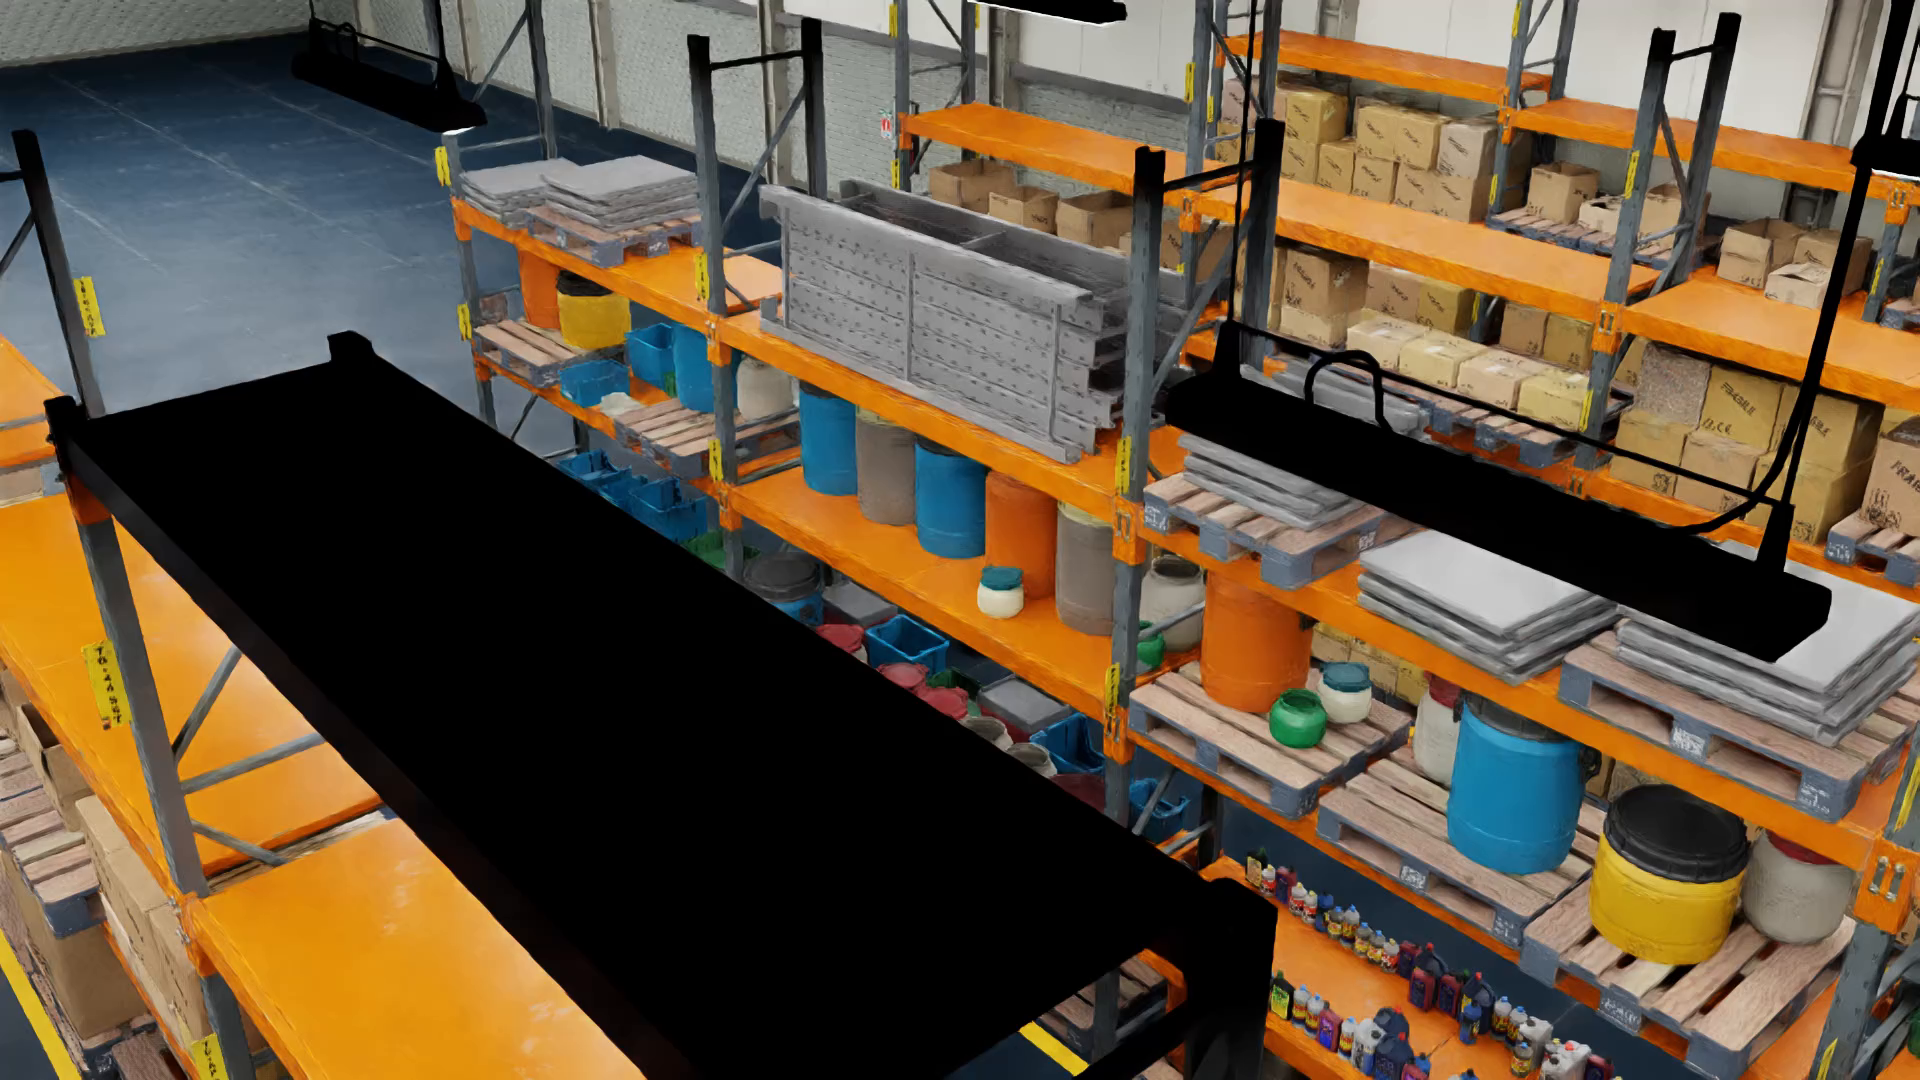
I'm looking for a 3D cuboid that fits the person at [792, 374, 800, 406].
[{"bbox_3d":[-1.765,-1.589,18.732,0.463,1.761,0.720,-6,28,-11],"label":"person"}]

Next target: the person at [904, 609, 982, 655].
[{"bbox_3d":[-0.211,0.222,15.287,1.029,1.661,0.538,21,34,35],"label":"person"}]
